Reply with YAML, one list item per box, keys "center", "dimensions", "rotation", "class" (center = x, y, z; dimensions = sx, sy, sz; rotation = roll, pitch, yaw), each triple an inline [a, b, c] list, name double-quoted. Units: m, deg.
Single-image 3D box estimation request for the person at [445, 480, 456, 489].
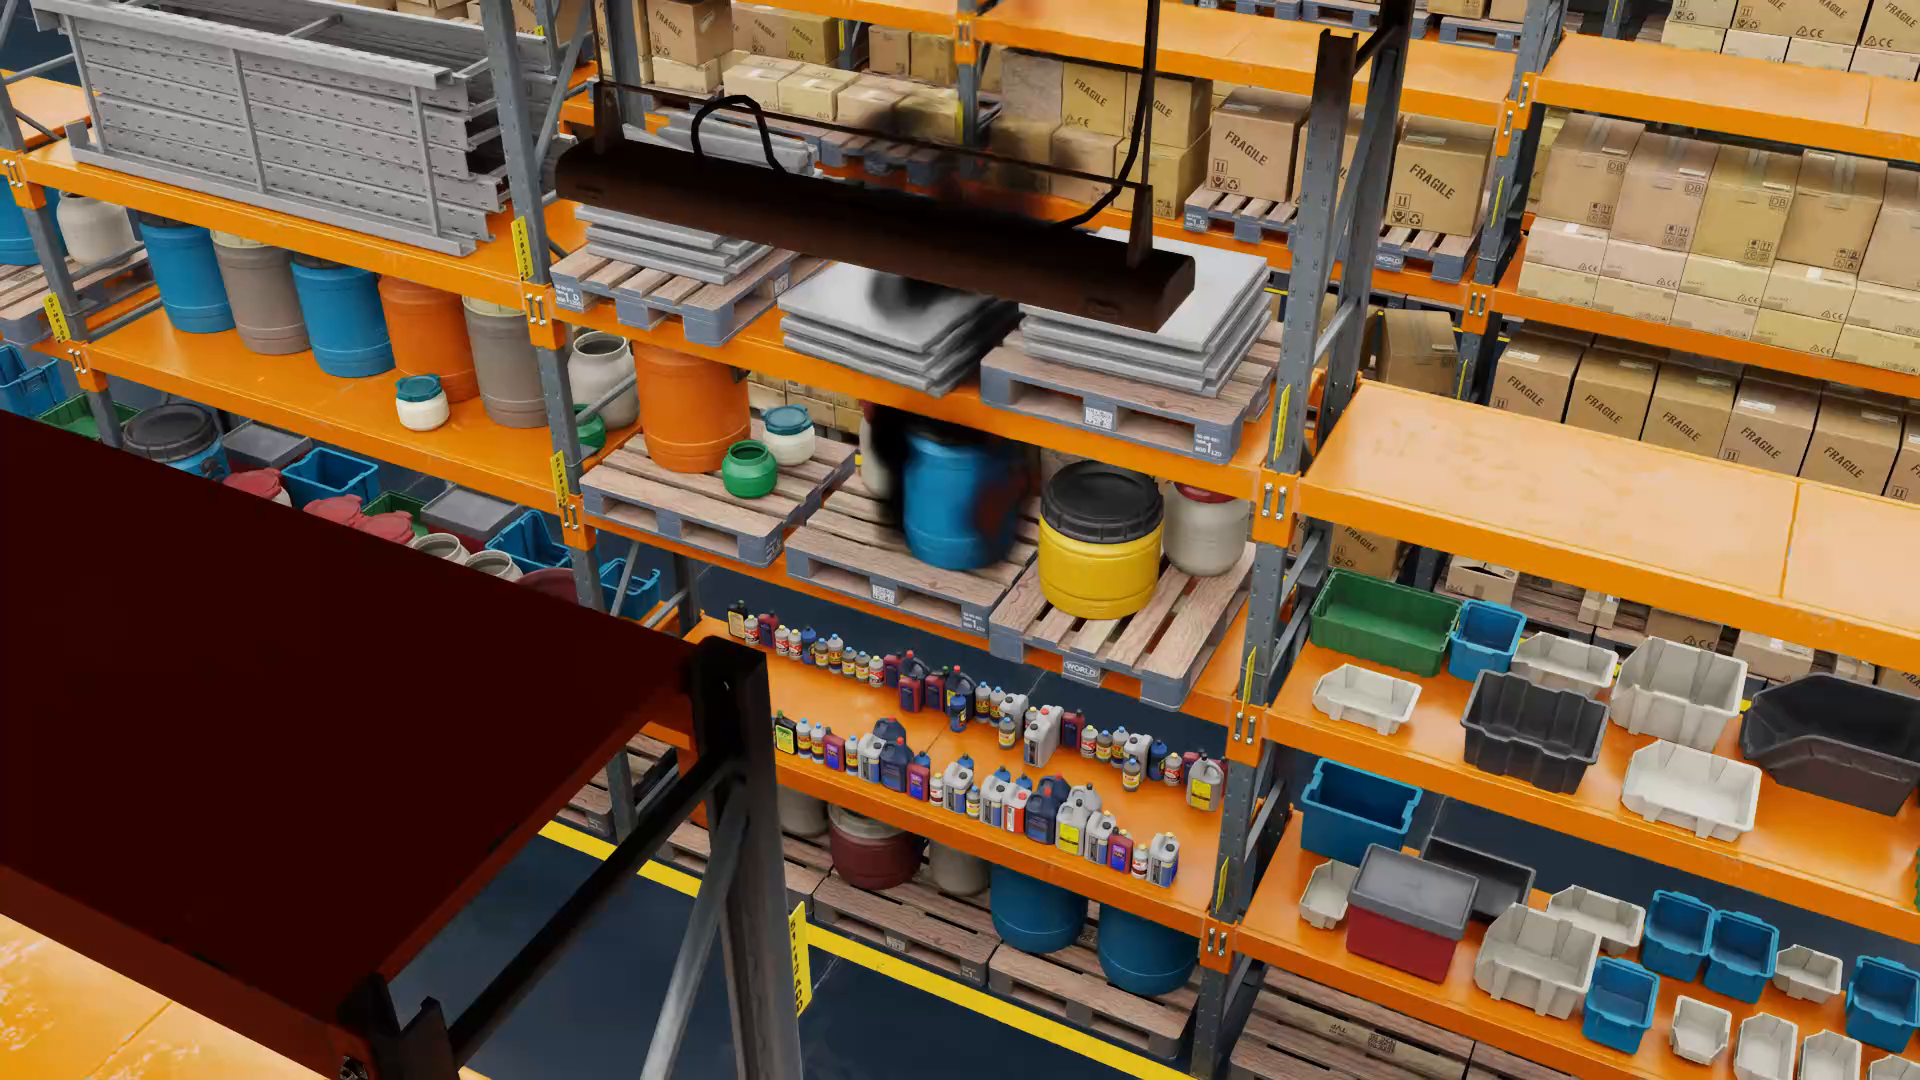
- center: [-3.832, -0.362, 12.844]
  dimensions: [0.632, 1.753, 0.628]
  rotation: [16, 38, 21]
  class: "person"
